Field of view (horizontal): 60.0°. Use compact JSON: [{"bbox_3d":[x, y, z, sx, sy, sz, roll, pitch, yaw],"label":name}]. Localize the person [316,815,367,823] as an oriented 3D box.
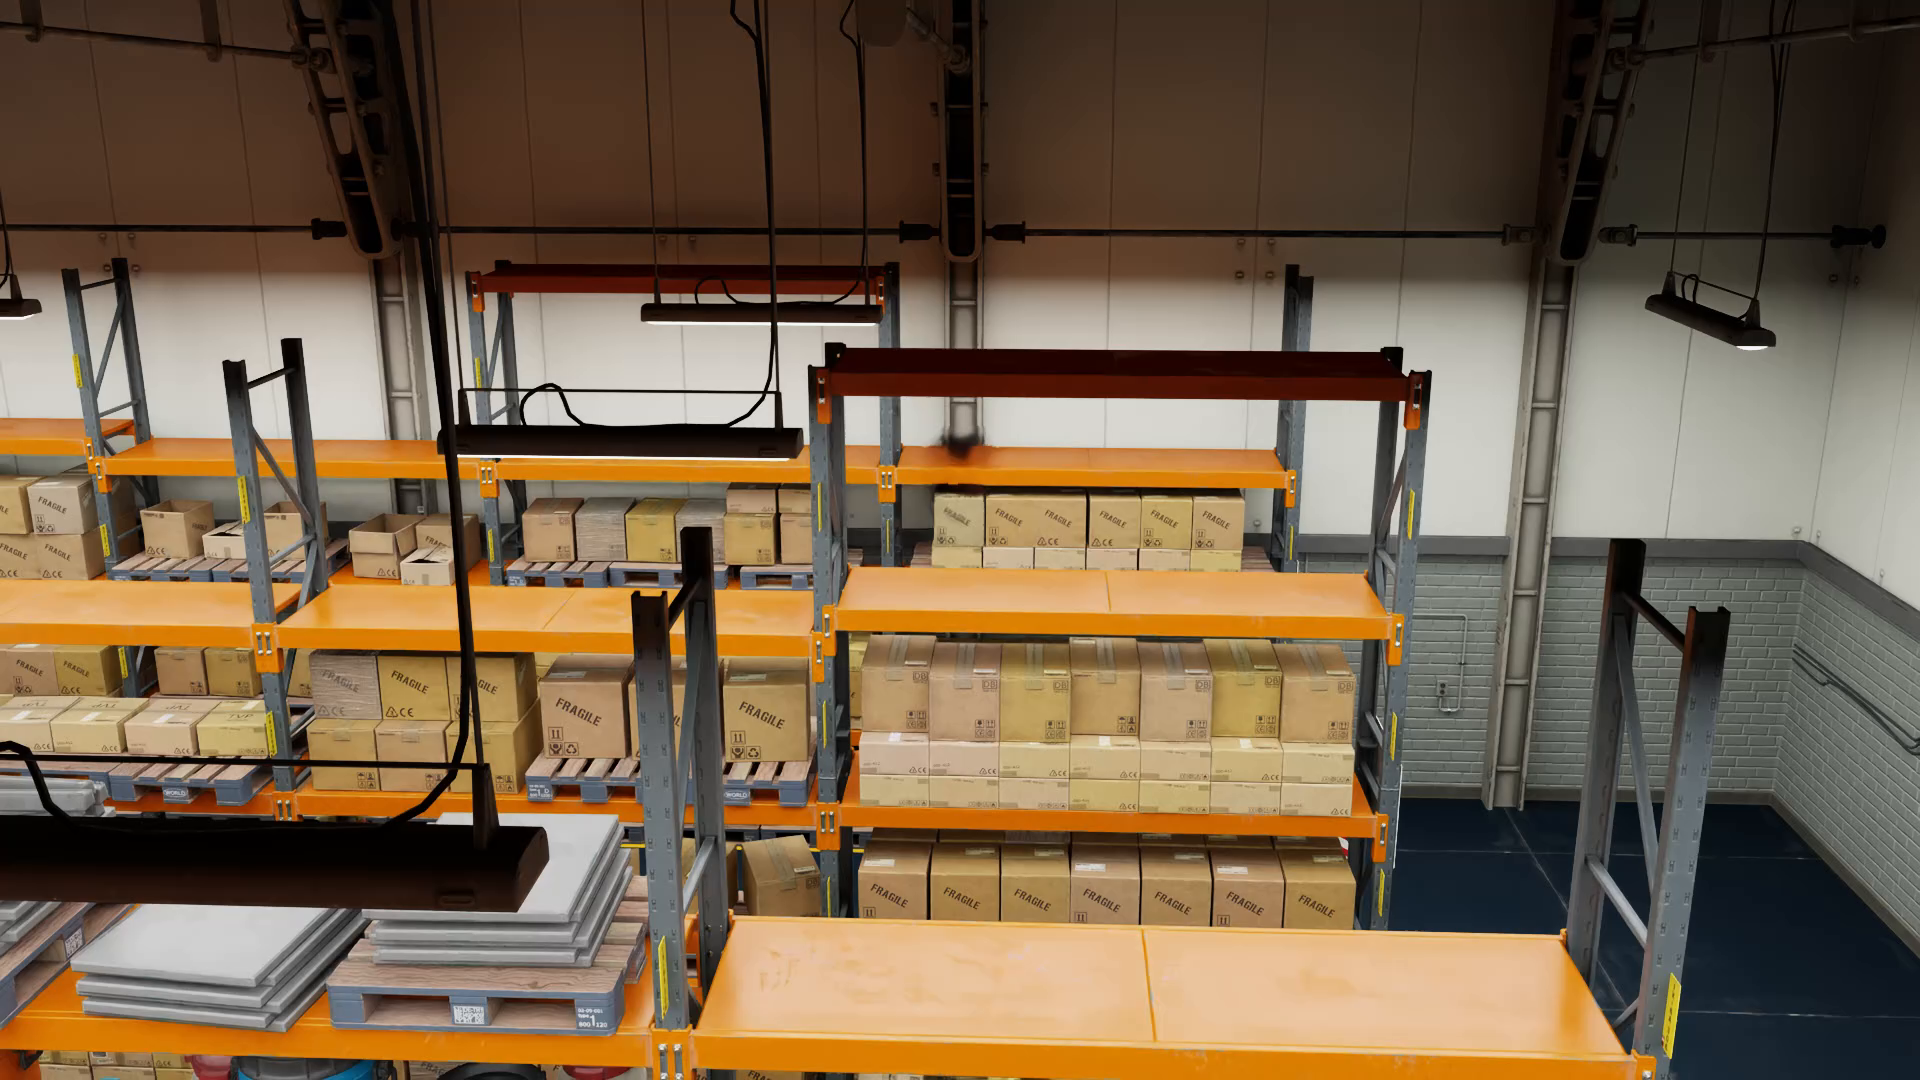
[{"bbox_3d":[-5.801,2.896,15.625,0.534,1.675,0.385,-4,17,-13],"label":"person"}]
